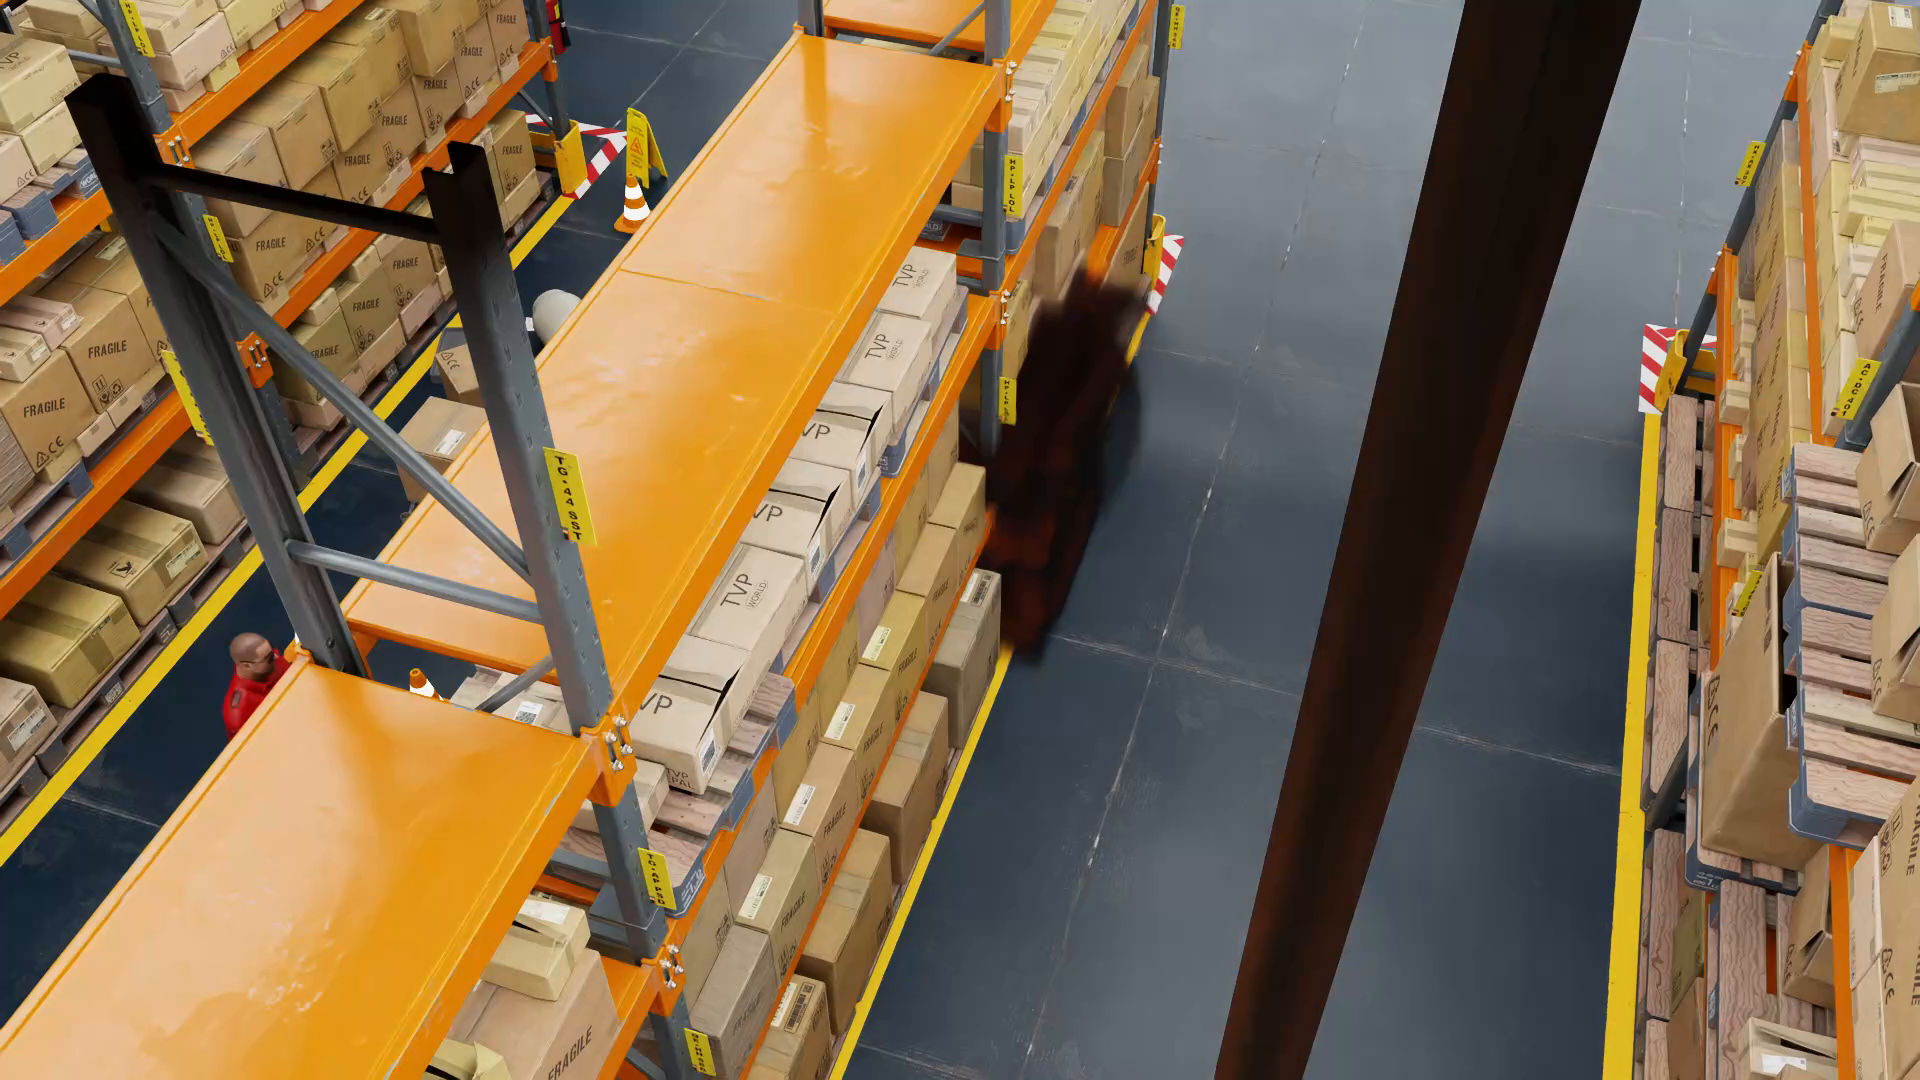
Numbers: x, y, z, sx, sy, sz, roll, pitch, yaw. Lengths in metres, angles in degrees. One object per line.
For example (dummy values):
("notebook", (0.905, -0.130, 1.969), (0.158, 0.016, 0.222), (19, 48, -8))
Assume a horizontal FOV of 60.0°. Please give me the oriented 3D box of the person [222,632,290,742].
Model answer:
("person", (-3.598, 1.102, 8.849), (0.407, 1.734, 0.602), (15, 48, 14))
